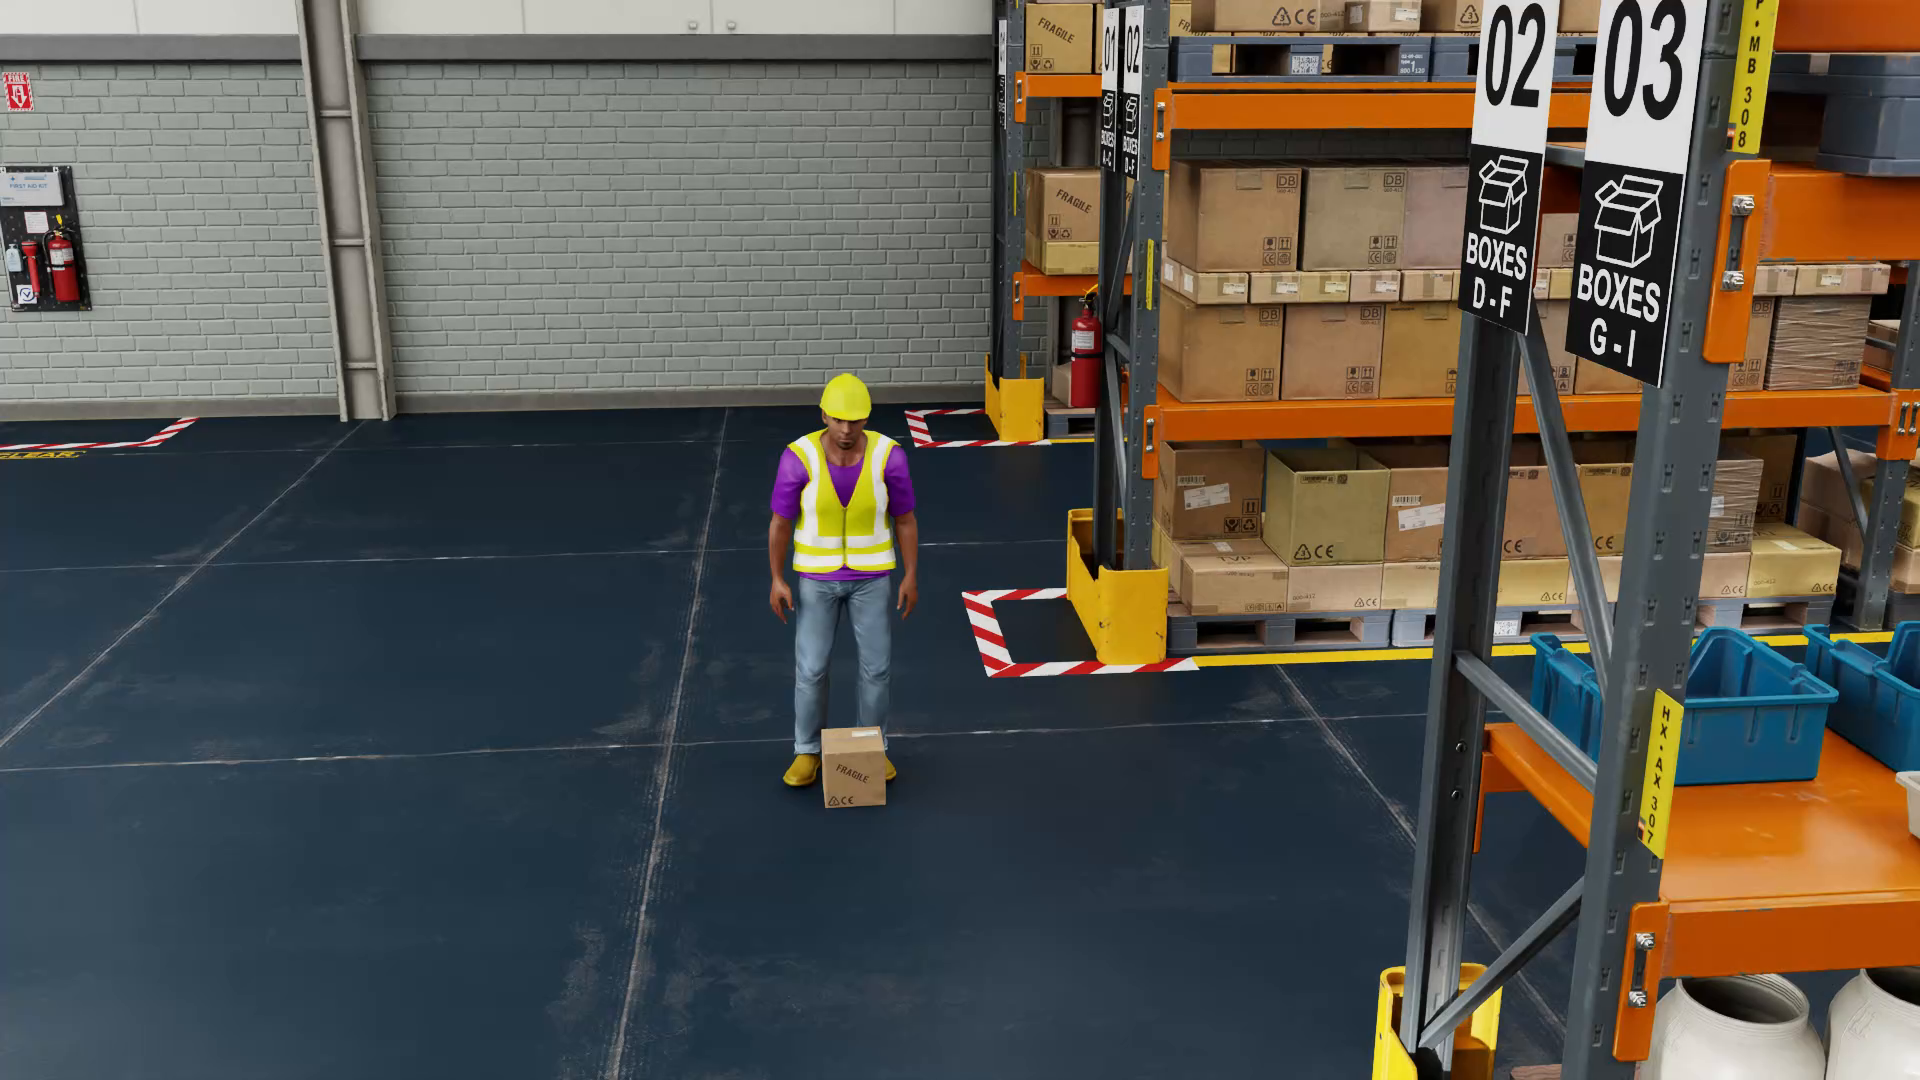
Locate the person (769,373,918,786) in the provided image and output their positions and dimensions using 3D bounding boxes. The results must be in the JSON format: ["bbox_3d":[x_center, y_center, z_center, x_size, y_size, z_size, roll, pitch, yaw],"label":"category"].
[{"bbox_3d":[-0.484,0.163,6.960,0.626,1.761,0.458,-2,17,-6],"label":"person"}]
